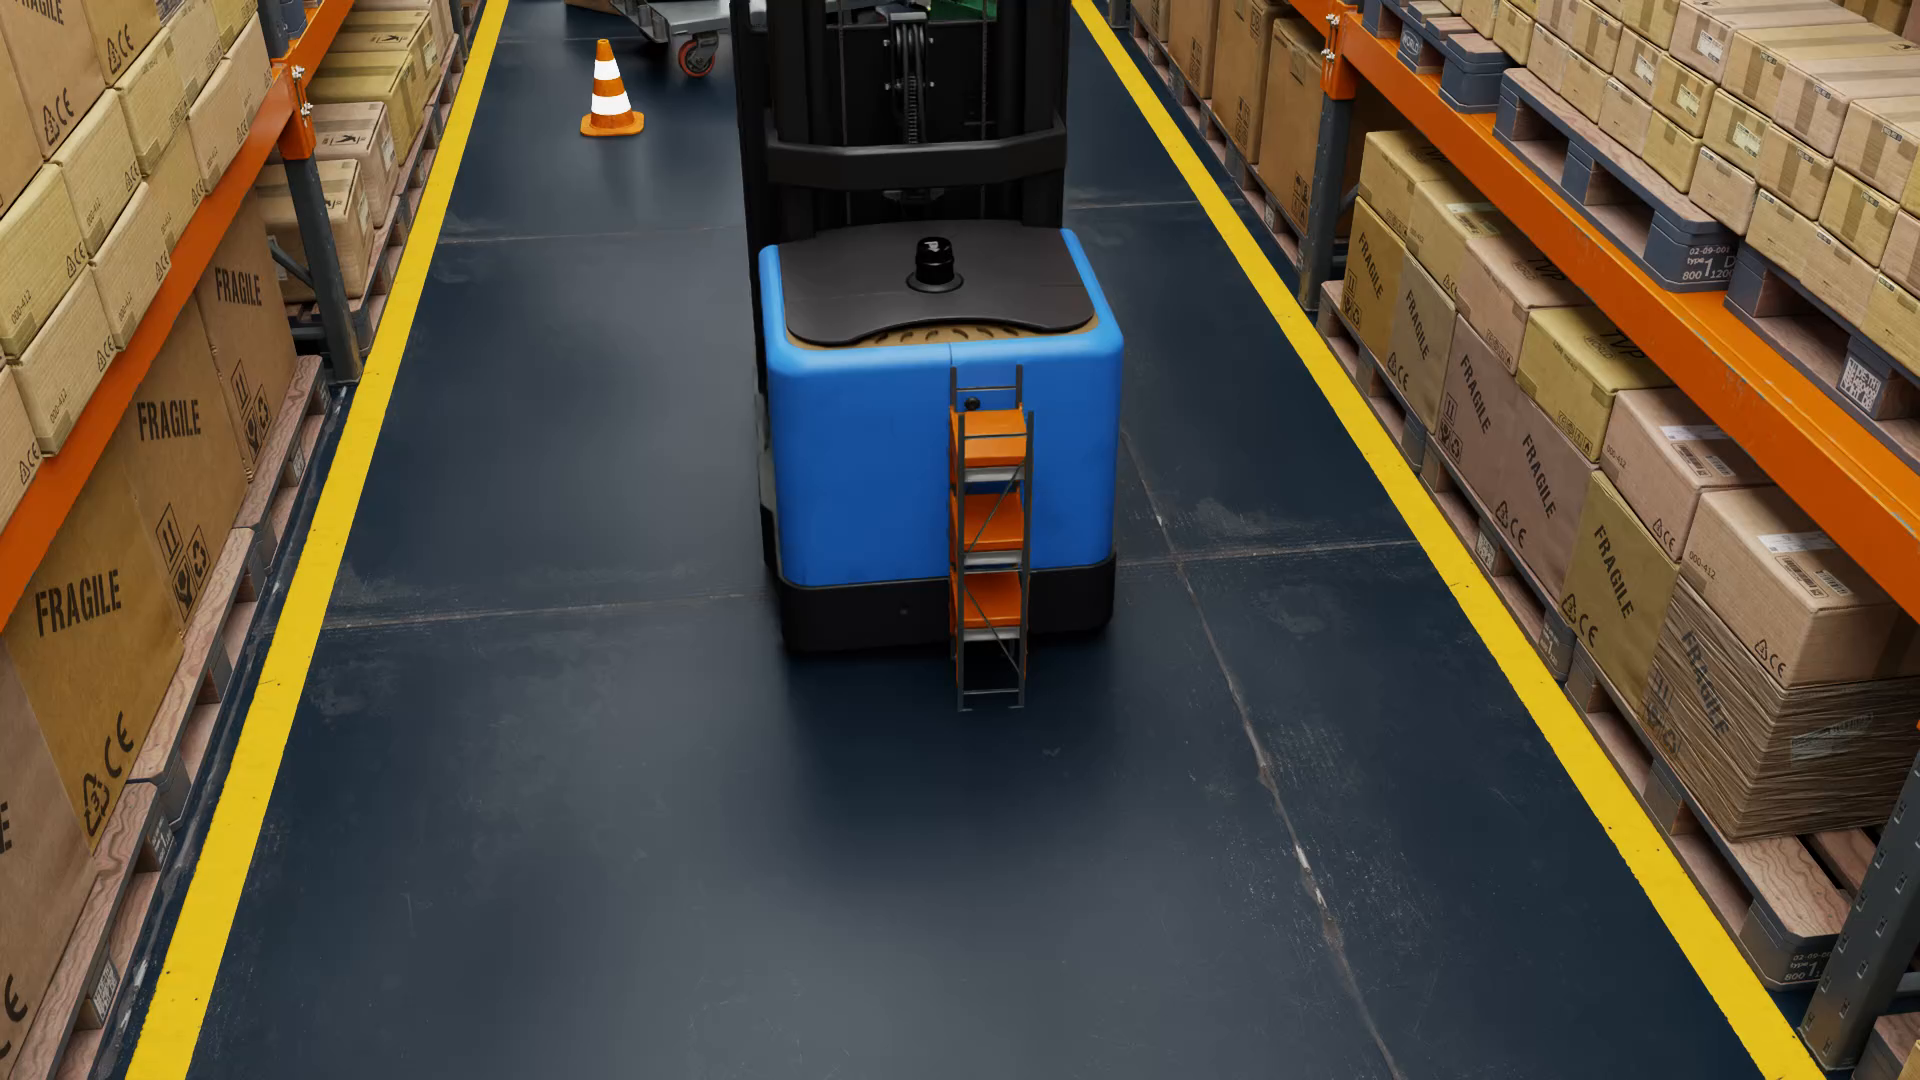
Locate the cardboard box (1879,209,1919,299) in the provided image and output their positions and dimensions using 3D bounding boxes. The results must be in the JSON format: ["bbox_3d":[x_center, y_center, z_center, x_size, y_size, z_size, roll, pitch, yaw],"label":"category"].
[{"bbox_3d":[2.233,-0.603,3.557,0.380,0.149,0.250,-4,34,-6],"label":"cardboard box"}]

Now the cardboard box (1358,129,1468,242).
[{"bbox_3d":[1.834,-1.336,6.228,0.500,0.250,0.500,-6,35,-9],"label":"cardboard box"}]

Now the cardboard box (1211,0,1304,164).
[{"bbox_3d":[1.867,-2.367,8.184,1.050,0.750,0.750,-4,34,-6],"label":"cardboard box"}]

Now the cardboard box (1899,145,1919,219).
[{"bbox_3d":[2.234,-0.731,3.481,0.380,0.149,0.250,-5,35,-8],"label":"cardboard box"}]

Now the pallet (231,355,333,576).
[{"bbox_3d":[-2.879,-0.259,5.943,1.003,0.211,1.213,-4,35,-6],"label":"pallet"}]

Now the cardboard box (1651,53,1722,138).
[{"bbox_3d":[2.089,-1.191,4.421,0.380,0.149,0.250,-4,35,-6],"label":"cardboard box"}]

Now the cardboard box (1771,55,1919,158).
[{"bbox_3d":[2.166,-1.022,3.908,0.380,0.149,0.250,-4,35,-7],"label":"cardboard box"}]

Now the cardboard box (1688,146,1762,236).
[{"bbox_3d":[2.126,-0.912,4.274,0.380,0.149,0.250,-6,35,-8],"label":"cardboard box"}]

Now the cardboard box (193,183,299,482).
[{"bbox_3d":[-2.900,-0.761,5.717,0.875,0.875,0.875,-5,35,-7],"label":"cardboard box"}]

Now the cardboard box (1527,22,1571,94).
[{"bbox_3d":[1.990,-1.494,5.129,0.380,0.149,0.250,-3,34,-5],"label":"cardboard box"}]

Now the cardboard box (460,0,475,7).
[{"bbox_3d":[-3.260,-3.476,10.256,0.500,0.250,0.500,-6,35,-9],"label":"cardboard box"}]

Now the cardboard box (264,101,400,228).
[{"bbox_3d":[-3.084,-1.672,7.501,0.950,0.372,0.625,-5,35,-7],"label":"cardboard box"}]

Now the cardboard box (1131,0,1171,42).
[{"bbox_3d":[1.615,-3.425,9.737,1.050,0.750,0.750,-5,35,-7],"label":"cardboard box"}]

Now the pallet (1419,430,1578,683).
[{"bbox_3d":[2.245,-0.021,5.593,1.003,0.211,1.213,-4,35,-6],"label":"pallet"}]

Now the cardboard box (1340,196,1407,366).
[{"bbox_3d":[1.823,-1.015,6.423,0.500,0.500,0.500,-6,35,-8],"label":"cardboard box"}]

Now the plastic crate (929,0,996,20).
[{"bbox_3d":[0.121,-3.380,10.492,0.450,0.188,0.662,21,39,12],"label":"plastic crate"}]

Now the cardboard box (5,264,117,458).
[{"bbox_3d":[-2.295,-0.405,3.813,0.500,0.250,0.500,-5,35,-7],"label":"cardboard box"}]

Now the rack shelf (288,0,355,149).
[{"bbox_3d":[-3.180,-2.676,7.652,1.077,0.370,4.000,-4,35,-6],"label":"rack shelf"}]

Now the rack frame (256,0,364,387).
[{"bbox_3d":[-2.911,-1.857,5.812,1.000,3.000,0.127,-4,35,-6],"label":"rack frame"}]

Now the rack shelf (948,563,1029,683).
[{"bbox_3d":[0.082,0.247,4.958,0.215,0.259,0.240,-3,37,-4],"label":"rack shelf"}]

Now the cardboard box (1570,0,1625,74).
[{"bbox_3d":[2.021,-1.478,4.841,0.380,0.149,0.250,-5,35,-7],"label":"cardboard box"}]

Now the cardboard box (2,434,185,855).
[{"bbox_3d":[-2.665,0.236,4.254,0.875,0.875,0.875,-3,34,-5],"label":"cardboard box"}]

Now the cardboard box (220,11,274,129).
[{"bbox_3d":[-2.585,-1.533,5.469,0.500,0.250,0.500,-6,35,-8],"label":"cardboard box"}]

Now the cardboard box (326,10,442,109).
[{"bbox_3d":[-3.276,-2.484,8.691,0.950,0.372,0.625,-2,34,-3],"label":"cardboard box"}]

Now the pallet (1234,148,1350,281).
[{"bbox_3d":[1.949,-1.582,7.884,1.003,0.211,1.213,-4,35,-6],"label":"pallet"}]

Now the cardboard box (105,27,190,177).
[{"bbox_3d":[-2.432,-1.181,4.508,0.500,0.250,0.500,-5,35,-8],"label":"cardboard box"}]

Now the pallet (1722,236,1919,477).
[{"bbox_3d":[2.560,-0.415,3.865,1.003,0.211,1.213,-4,35,-6],"label":"pallet"}]

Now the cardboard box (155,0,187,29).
[{"bbox_3d":[-2.505,-1.757,4.688,0.500,0.500,0.500,-4,34,-6],"label":"cardboard box"}]

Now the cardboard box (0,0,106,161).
[{"bbox_3d":[-2.384,-1.197,3.866,0.500,0.500,0.500,-5,35,-7],"label":"cardboard box"}]

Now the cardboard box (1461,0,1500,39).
[{"bbox_3d":[1.914,-1.793,5.568,0.380,0.149,0.250,-3,34,-4],"label":"cardboard box"}]

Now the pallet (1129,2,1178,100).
[{"bbox_3d":[1.621,-2.944,9.882,1.003,0.211,1.213,-4,35,-6],"label":"pallet"}]

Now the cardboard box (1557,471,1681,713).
[{"bbox_3d":[2.101,0.123,4.753,0.500,0.500,0.500,-5,35,-8],"label":"cardboard box"}]

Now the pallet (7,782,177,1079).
[{"bbox_3d":[-2.551,1.102,3.945,1.003,0.211,1.213,-4,35,-6],"label":"pallet"}]

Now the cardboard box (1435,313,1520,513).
[{"bbox_3d":[1.968,-0.449,5.592,0.500,0.500,0.500,-5,35,-8],"label":"cardboard box"}]

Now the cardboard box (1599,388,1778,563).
[{"bbox_3d":[2.112,-0.191,4.548,0.500,0.250,0.500,-3,34,-4],"label":"cardboard box"}]

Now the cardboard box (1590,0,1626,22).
[{"bbox_3d":[2.029,-1.598,4.754,0.380,0.149,0.250,-3,34,-5],"label":"cardboard box"}]

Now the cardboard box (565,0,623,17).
[{"bbox_3d":[-2.244,-3.758,10.819,0.500,0.500,0.500,20,39,26],"label":"cardboard box"}]

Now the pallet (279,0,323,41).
[{"bbox_3d":[-3.112,-2.168,6.437,1.213,0.211,1.003,-4,35,-6],"label":"pallet"}]

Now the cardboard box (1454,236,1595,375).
[{"bbox_3d":[1.956,-0.776,5.406,0.500,0.250,0.500,-4,34,-6],"label":"cardboard box"}]

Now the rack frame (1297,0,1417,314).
[{"bbox_3d":[1.981,-2.289,6.445,1.000,3.000,0.127,-4,35,-6],"label":"rack frame"}]

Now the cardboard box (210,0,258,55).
[{"bbox_3d":[-2.594,-1.751,5.345,0.500,0.250,0.500,-4,35,-7],"label":"cardboard box"}]

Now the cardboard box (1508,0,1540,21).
[{"bbox_3d":[1.959,-1.756,5.249,0.380,0.149,0.250,-4,35,-6],"label":"cardboard box"}]

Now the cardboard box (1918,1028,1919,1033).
[{"bbox_3d":[2.250,1.052,3.438,0.380,0.149,0.250,-3,34,-4],"label":"cardboard box"}]

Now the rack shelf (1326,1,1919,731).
[{"bbox_3d":[2.250,-0.875,5.009,1.077,0.370,4.000,-4,35,-6],"label":"rack shelf"}]

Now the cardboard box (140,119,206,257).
[{"bbox_3d":[-2.449,-0.967,4.638,0.500,0.250,0.500,-5,35,-7],"label":"cardboard box"}]

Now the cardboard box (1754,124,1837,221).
[{"bbox_3d":[2.161,-0.894,3.984,0.380,0.149,0.250,-5,35,-8],"label":"cardboard box"}]

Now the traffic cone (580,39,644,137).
[{"bbox_3d":[-1.895,-2.455,8.942,0.336,0.463,0.334,-4,35,-6],"label":"traffic cone"}]

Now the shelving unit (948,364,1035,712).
[{"bbox_3d":[0.083,0.015,4.787,0.215,1.050,0.252,-3,37,-4],"label":"shelving unit"}]

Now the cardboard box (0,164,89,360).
[{"bbox_3d":[-2.292,-0.609,3.669,0.500,0.250,0.500,-4,34,-6],"label":"cardboard box"}]

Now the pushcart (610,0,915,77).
[{"bbox_3d":[-1.196,-3.206,10.120,1.648,0.377,0.936,-16,38,-23],"label":"pushcart"}]

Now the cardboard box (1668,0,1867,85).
[{"bbox_3d":[2.097,-1.309,4.328,0.380,0.149,0.250,-6,35,-9],"label":"cardboard box"}]

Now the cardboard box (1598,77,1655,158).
[{"bbox_3d":[2.055,-1.208,4.710,0.380,0.149,0.250,-5,35,-8],"label":"cardboard box"}]

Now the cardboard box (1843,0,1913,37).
[{"bbox_3d":[2.707,-1.498,4.607,0.380,0.149,0.250,-3,34,-5],"label":"cardboard box"}]

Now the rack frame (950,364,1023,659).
[{"bbox_3d":[0.072,-0.057,4.884,0.200,1.050,0.008,-3,37,-4],"label":"rack frame"}]

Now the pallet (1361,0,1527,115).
[{"bbox_3d":[2.182,-1.820,5.927,1.213,0.211,1.003,-4,35,-6],"label":"pallet"}]

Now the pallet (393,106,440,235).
[{"bbox_3d":[-3.175,-1.820,8.234,1.003,0.211,1.213,-4,35,-6],"label":"pallet"}]

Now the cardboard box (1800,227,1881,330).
[{"bbox_3d":[2.202,-0.617,3.842,0.380,0.149,0.250,-4,35,-7],"label":"cardboard box"}]

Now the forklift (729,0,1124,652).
[{"bbox_3d":[-0.224,-1.684,5.618,1.130,2.935,3.031,-4,35,-6],"label":"forklift"}]
